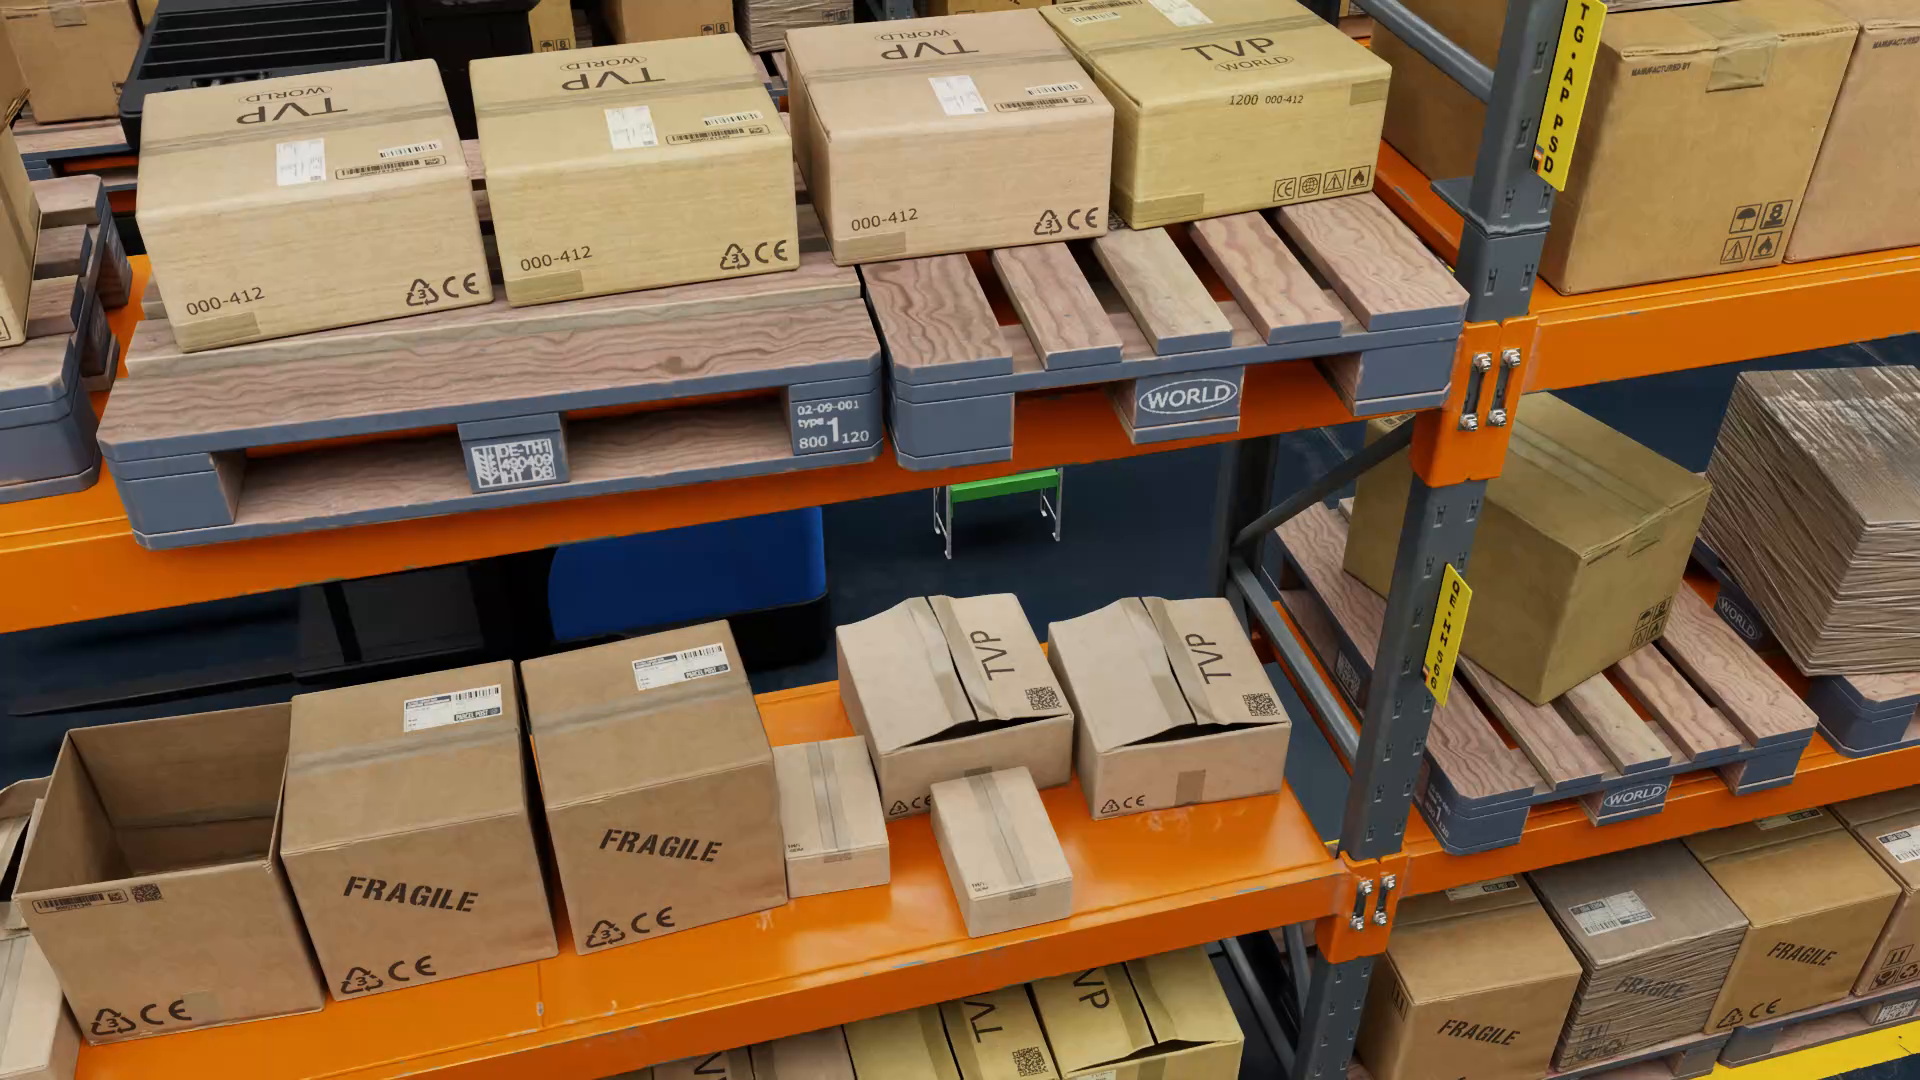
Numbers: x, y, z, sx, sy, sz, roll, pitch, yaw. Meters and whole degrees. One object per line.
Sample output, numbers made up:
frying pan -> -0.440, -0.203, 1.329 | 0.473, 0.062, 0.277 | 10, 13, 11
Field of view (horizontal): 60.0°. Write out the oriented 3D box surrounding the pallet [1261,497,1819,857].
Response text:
pallet -> 1.527, 0.269, 4.587 | 1.003, 0.211, 1.213 | -9, 38, -12

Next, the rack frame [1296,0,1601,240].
rack frame -> 0.891, -2.041, 2.512 | 0.127, 3.000, 1.000 | -9, 38, -12

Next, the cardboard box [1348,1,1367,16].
cardboard box -> 2.101, -2.981, 8.334 | 0.500, 0.500, 0.500 | -9, 38, -12

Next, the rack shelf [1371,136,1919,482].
rack shelf -> 2.822, -0.881, 4.056 | 4.000, 0.370, 1.077 | -9, 38, -12

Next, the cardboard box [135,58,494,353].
cardboard box -> -1.109, -0.590, 2.862 | 0.500, 0.250, 0.500 | -12, 39, -16

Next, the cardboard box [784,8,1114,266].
cardboard box -> -0.033, -0.758, 3.082 | 0.500, 0.250, 0.500 | -8, 38, -11

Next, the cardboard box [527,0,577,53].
cardboard box -> -2.052, -2.487, 7.588 | 0.500, 0.500, 0.700 | -9, 38, -12

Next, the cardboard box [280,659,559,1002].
cardboard box -> -1.233, 0.661, 3.835 | 0.500, 0.500, 0.500 | -9, 38, -12

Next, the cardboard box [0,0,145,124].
cardboard box -> -3.765, -2.205, 7.219 | 0.500, 0.500, 0.700 | -9, 38, -12

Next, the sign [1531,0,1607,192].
sign -> 1.028, -0.760, 2.815 | 0.005, 0.325, 0.100 | -9, 38, -12

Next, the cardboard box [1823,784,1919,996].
cardboard box -> 2.897, 1.007, 5.160 | 0.500, 0.500, 0.500 | -11, 39, -13

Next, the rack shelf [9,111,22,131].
rack shelf -> -6.196, -1.327, 7.108 | 4.000, 0.370, 1.077 | -9, 38, -12

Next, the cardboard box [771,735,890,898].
cardboard box -> -0.325, 0.676, 4.104 | 0.250, 0.149, 0.380 | -7, 38, -9

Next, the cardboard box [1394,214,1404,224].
cardboard box -> 2.007, -2.188, 9.065 | 0.750, 0.750, 0.750 | -8, 38, -11

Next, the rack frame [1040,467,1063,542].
rack frame -> 0.395, -0.541, 6.970 | 0.015, 1.200, 0.240 | -9, 38, -12

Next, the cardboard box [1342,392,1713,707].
cardboard box -> 1.470, -0.031, 4.393 | 0.500, 0.500, 0.700 | -23, 43, -27

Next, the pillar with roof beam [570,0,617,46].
pillar with roof beam -> -0.762, -2.722, 3.403 | 0.400, 9.000, 9.100 | -9, 38, -12

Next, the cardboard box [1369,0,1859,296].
cardboard box -> 1.304, -0.978, 3.509 | 0.500, 0.500, 0.910 | -9, 38, -12

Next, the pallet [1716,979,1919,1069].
pallet -> 2.797, 1.162, 5.557 | 1.213, 0.211, 1.003 | -9, 38, -12

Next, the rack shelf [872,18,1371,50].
rack shelf -> 1.527, -2.594, 8.765 | 4.000, 0.370, 1.077 | -9, 38, -12

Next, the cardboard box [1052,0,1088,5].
cardboard box -> 0.640, -2.734, 8.011 | 0.500, 0.500, 0.500 | -8, 38, -10

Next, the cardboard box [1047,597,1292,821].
cardboard box -> 0.529, 0.409, 4.320 | 0.500, 0.311, 0.500 | -7, 38, -9

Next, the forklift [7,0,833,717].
forklift -> -2.084, -0.773, 5.848 | 3.031, 2.935, 1.130 | -9, 38, -11

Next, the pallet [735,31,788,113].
pallet -> -1.064, -2.312, 7.961 | 1.003, 0.211, 1.213 | -9, 38, -12

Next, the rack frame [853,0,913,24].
rack frame -> -0.404, -2.563, 8.132 | 0.127, 3.000, 1.000 | -9, 38, -12

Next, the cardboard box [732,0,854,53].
cardboard box -> -0.855, -2.698, 7.863 | 0.500, 0.500, 0.700 | -14, 40, -17

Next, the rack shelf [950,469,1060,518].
rack shelf -> 0.160, -0.261, 7.104 | 0.480, 0.148, 0.258 | -9, 38, -12

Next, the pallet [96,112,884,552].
pallet -> -0.819, -0.436, 3.038 | 1.213, 0.211, 1.003 | -8, 38, -10

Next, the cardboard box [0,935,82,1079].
cardboard box -> -2.062, 1.055, 3.609 | 0.250, 0.149, 0.380 | -9, 38, -12

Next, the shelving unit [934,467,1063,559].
shelving unit -> 0.160, -0.503, 6.920 | 0.503, 1.200, 0.258 | -9, 38, -12

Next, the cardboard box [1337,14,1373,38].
cardboard box -> 1.967, -2.710, 8.514 | 0.250, 0.149, 0.380 | -10, 39, -13

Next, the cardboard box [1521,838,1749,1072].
cardboard box -> 1.909, 1.169, 4.948 | 0.500, 0.500, 0.500 | -11, 39, -14

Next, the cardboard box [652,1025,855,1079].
cardboard box -> -0.538, 1.436, 4.360 | 0.500, 0.311, 0.500 | -10, 38, -12

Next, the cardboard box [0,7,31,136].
cardboard box -> -1.821, -0.800, 2.518 | 0.500, 0.500, 0.500 | -6, 38, -8

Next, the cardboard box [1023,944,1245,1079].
cardboard box -> 0.450, 1.272, 4.575 | 0.500, 0.311, 0.500 | -8, 38, -11

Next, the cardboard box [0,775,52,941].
cardboard box -> -2.169, 0.782, 3.870 | 0.258, 0.266, 0.396 | -10, 39, -13

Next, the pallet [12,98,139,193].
pallet -> -3.490, -1.889, 7.409 | 1.213, 0.211, 1.003 | -9, 38, -12
